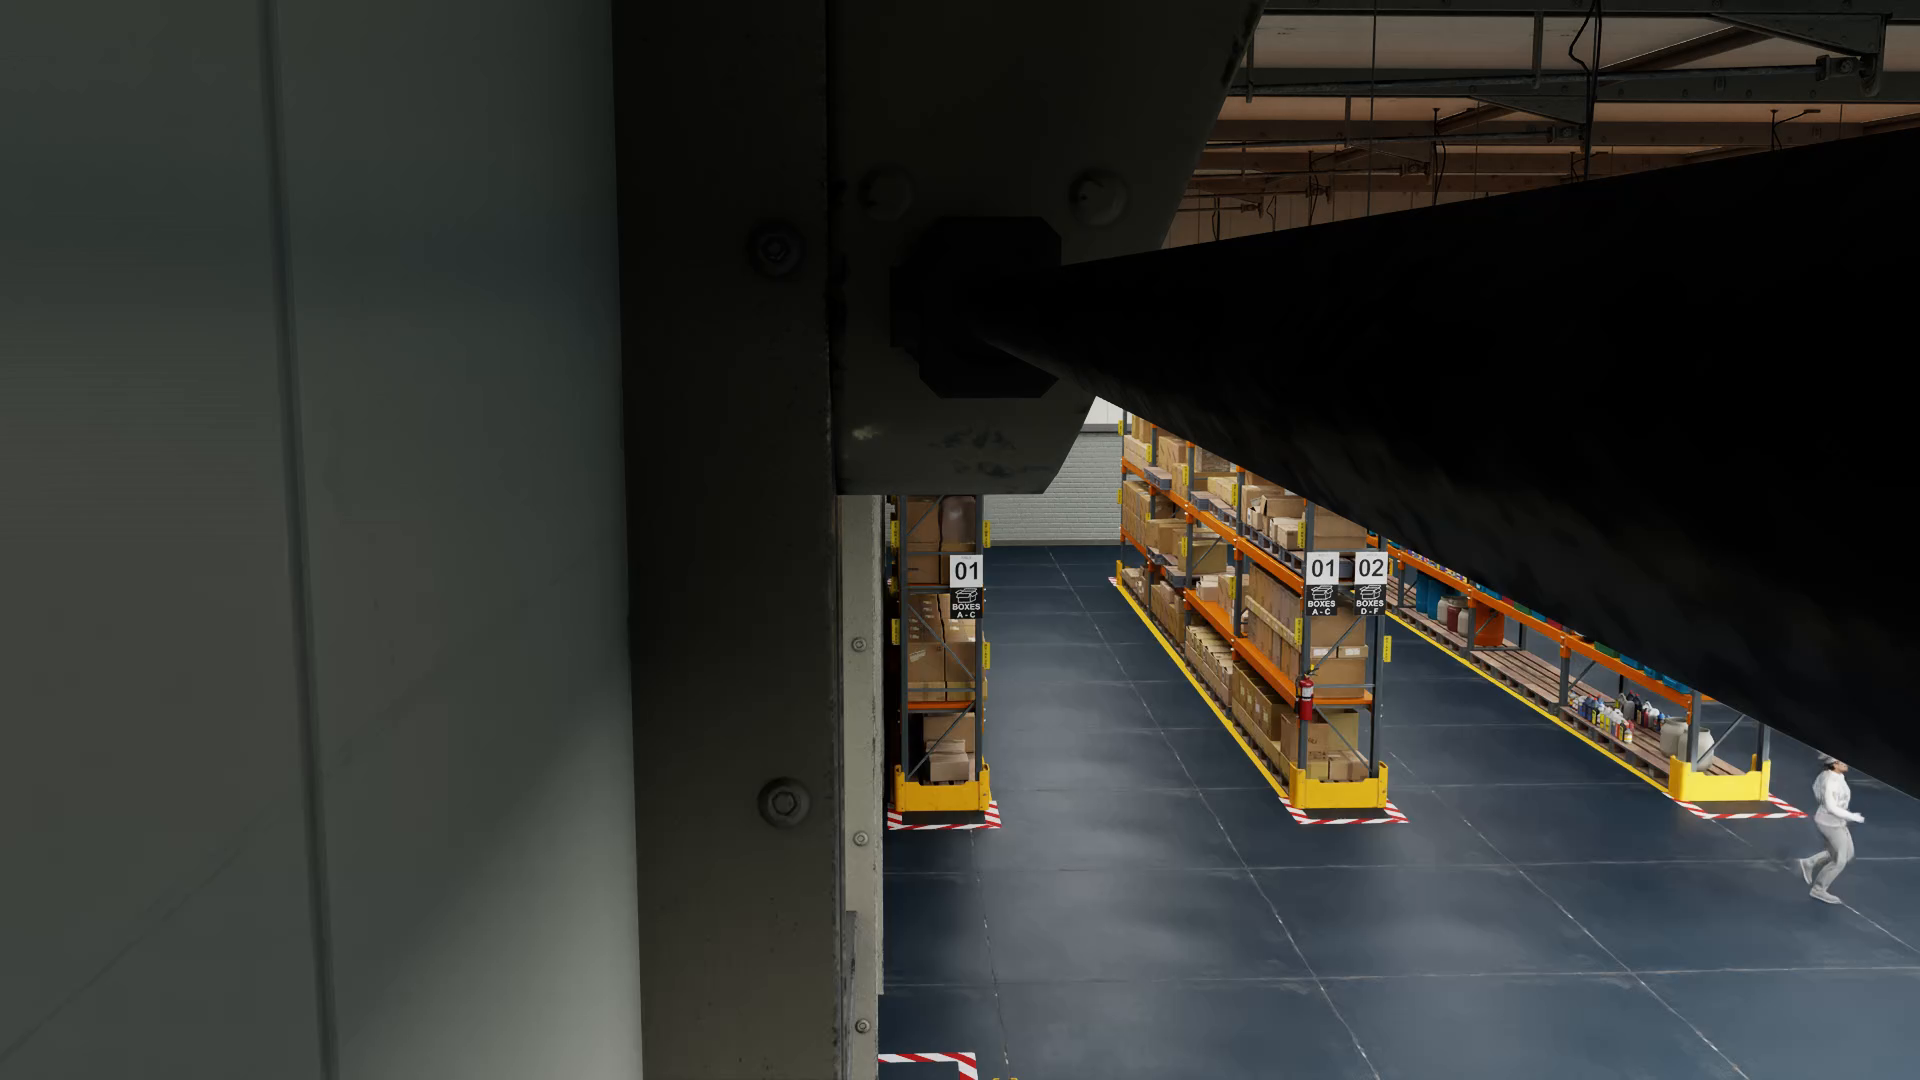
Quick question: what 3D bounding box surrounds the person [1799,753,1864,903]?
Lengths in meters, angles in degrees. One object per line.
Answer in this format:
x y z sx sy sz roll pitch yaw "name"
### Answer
9.131 2.967 17.395 0.561 1.665 0.658 4 9 25 "person"
